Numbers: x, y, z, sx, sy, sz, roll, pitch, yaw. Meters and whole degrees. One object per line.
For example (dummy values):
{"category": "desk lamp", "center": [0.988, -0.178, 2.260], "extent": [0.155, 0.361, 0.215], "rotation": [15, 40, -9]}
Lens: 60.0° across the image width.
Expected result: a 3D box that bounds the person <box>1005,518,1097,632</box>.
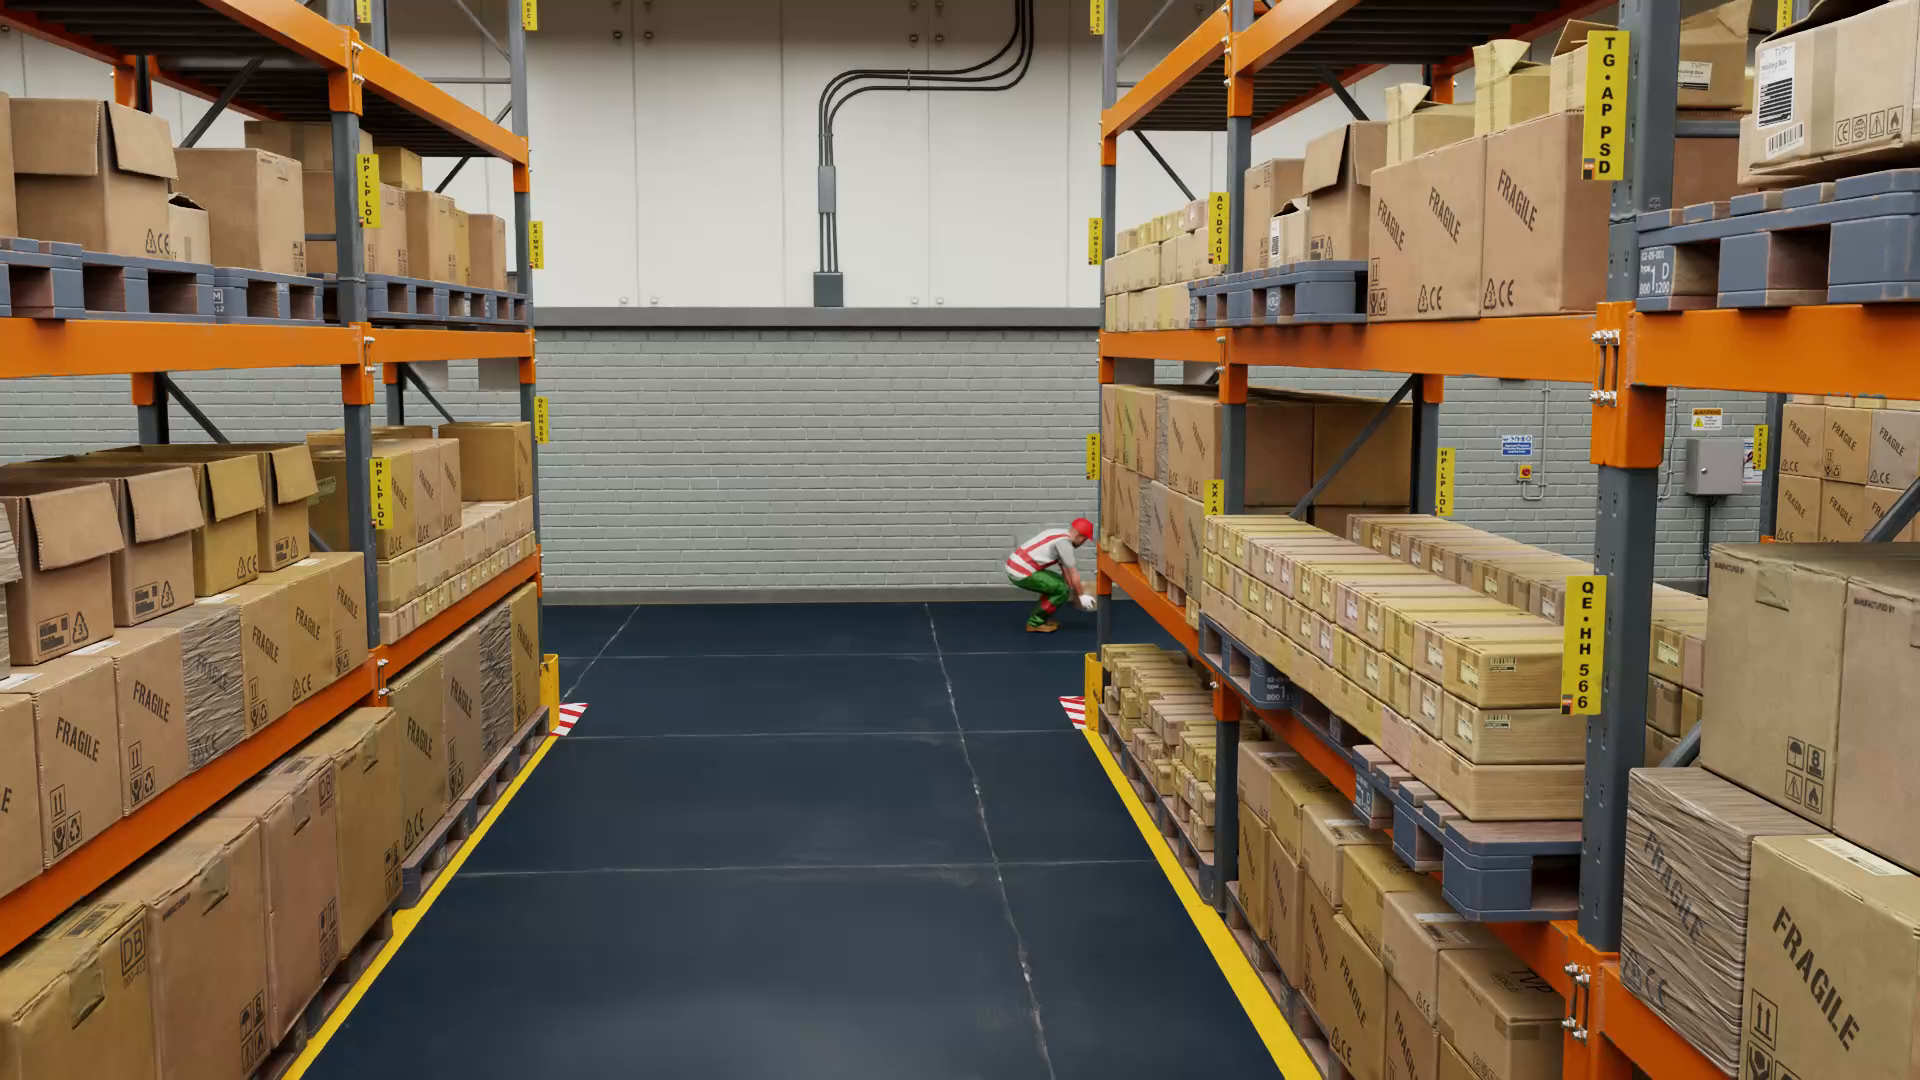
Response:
{"category": "person", "center": [0.858, 0.327, 15.938], "extent": [0.860, 1.074, 0.579], "rotation": [0, 7, -4]}
